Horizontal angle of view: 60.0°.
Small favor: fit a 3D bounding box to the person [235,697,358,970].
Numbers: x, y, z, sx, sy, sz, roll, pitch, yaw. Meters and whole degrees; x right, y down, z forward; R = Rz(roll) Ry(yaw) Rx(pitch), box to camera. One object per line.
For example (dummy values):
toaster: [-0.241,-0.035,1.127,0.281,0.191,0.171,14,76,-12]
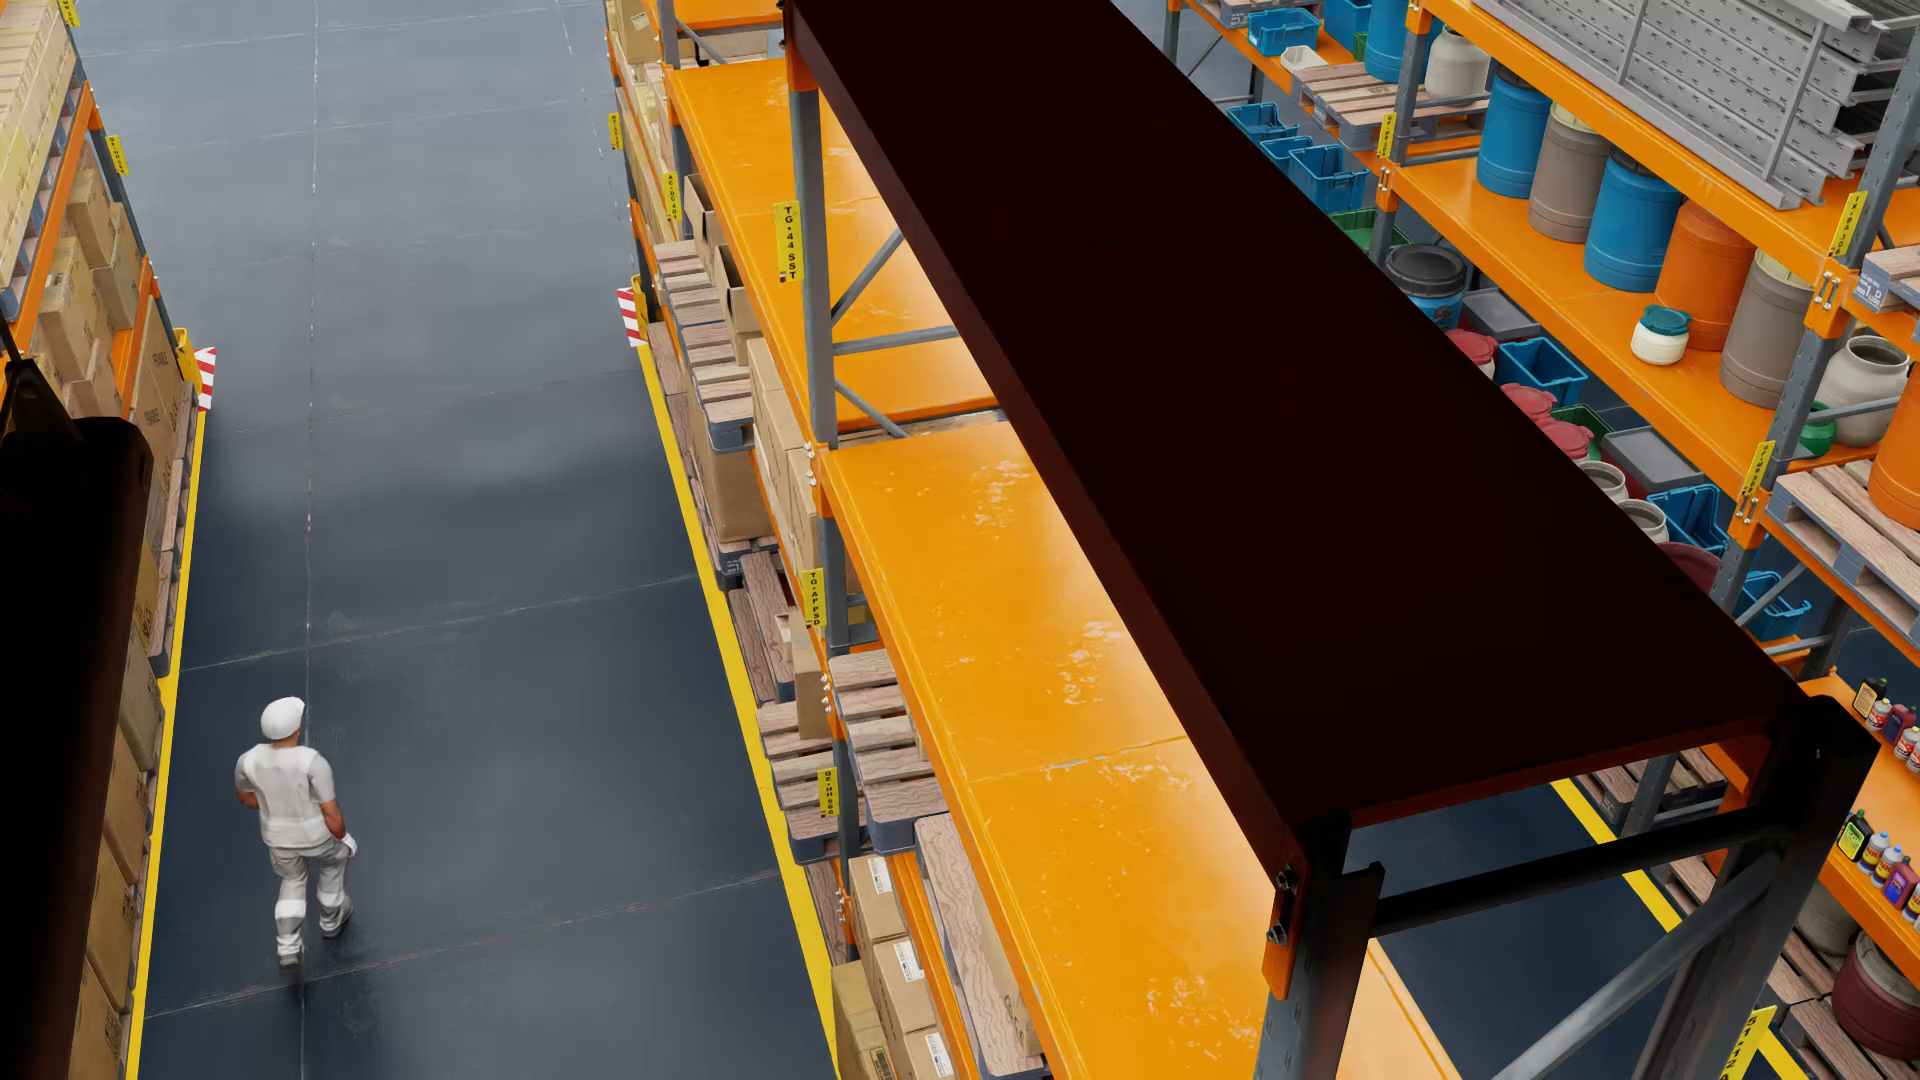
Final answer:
person: [-3.688,1.697,9.279,0.604,1.757,0.738,0,38,0]
